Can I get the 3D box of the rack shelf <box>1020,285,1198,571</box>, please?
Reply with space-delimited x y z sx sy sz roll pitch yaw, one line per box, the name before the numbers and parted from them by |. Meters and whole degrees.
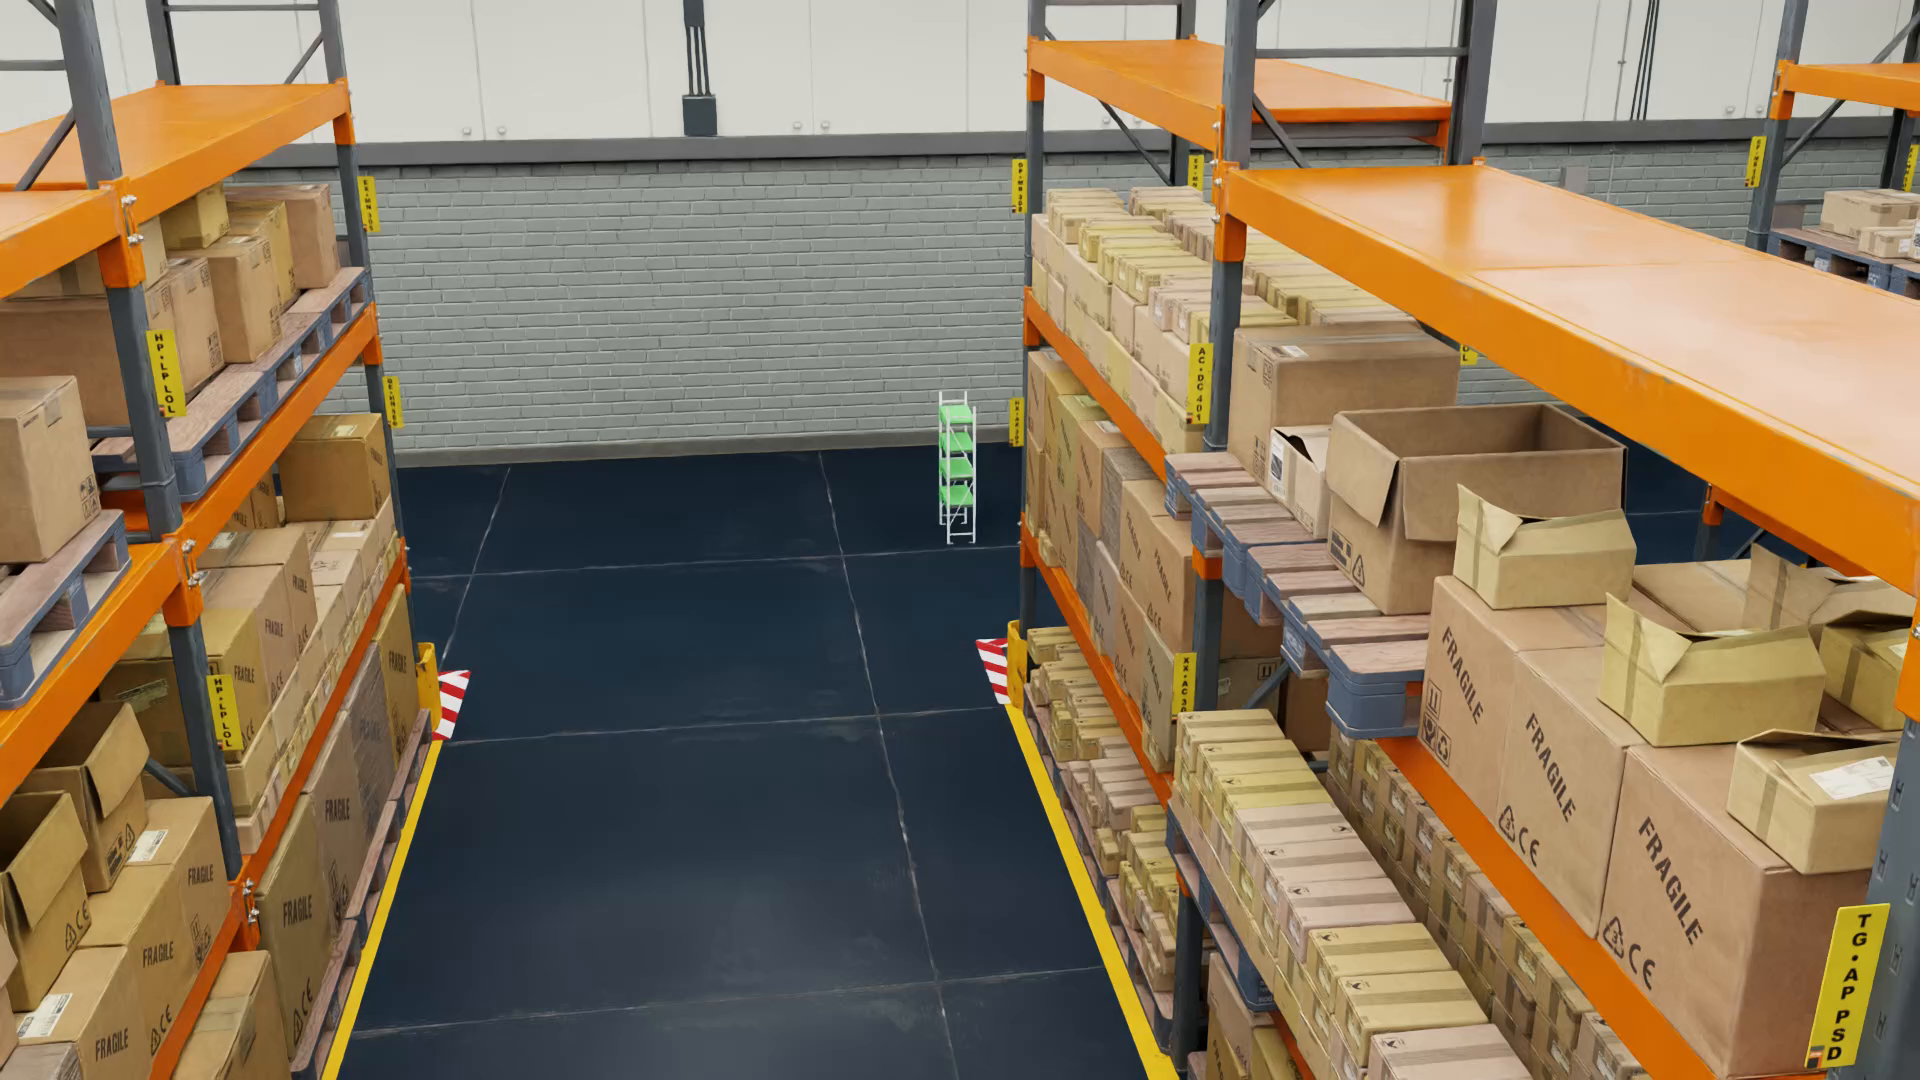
rack shelf | 1.195 -0.758 8.699 1.077 0.370 4.000 -3 21 -8

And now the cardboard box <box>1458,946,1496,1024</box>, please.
cardboard box | 1.927 1.502 5.666 0.380 0.149 0.250 -2 21 -5

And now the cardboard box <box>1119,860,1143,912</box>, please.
cardboard box | 1.016 1.724 8.362 0.380 0.149 0.250 -4 21 -10

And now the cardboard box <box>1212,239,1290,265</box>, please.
cardboard box | 1.488 -1.413 8.356 0.380 0.149 0.250 -4 21 -9

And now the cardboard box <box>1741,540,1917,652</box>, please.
cardboard box | 2.124 0.158 3.981 0.396 0.266 0.258 -3 21 -8

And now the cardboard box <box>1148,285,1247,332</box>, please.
cardboard box | 1.042 -1.021 7.306 0.380 0.149 0.250 -3 21 -8

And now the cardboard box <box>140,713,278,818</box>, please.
cardboard box | -3.248 0.973 7.113 0.500 0.250 0.500 -3 21 -9

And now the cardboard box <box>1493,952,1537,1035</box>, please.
cardboard box | 1.959 1.453 5.373 0.380 0.149 0.250 -2 21 -6

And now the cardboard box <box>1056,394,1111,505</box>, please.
cardboard box | 0.840 -0.512 9.303 0.500 0.500 0.500 -3 21 -9

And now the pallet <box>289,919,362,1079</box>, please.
pallet | -3.472 2.257 7.871 1.003 0.211 1.213 -3 21 -8

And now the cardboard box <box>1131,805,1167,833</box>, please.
cardboard box | 1.095 1.487 8.572 0.380 0.149 0.250 -2 21 -6

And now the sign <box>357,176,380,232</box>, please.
sign | -3.477 -1.972 9.771 0.100 0.325 0.005 -3 21 -8

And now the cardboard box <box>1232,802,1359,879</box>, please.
cardboard box | 1.199 1.076 5.956 0.380 0.149 0.250 -3 21 -8

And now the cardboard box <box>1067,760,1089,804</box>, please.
cardboard box | 0.836 1.395 9.670 0.380 0.149 0.250 -4 21 -10

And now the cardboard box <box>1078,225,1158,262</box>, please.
cardboard box | 0.834 -1.563 8.758 0.380 0.149 0.250 -2 21 -6

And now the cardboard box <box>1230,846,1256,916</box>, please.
cardboard box | 1.200 1.213 6.015 0.380 0.149 0.250 -4 21 -10

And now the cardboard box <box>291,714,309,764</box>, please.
cardboard box | -3.269 0.943 7.762 0.380 0.149 0.250 -3 21 -9

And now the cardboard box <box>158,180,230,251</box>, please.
cardboard box | -3.735 -1.514 7.738 0.500 0.250 0.500 -4 21 -9

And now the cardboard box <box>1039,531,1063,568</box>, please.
cardboard box | 0.692 0.046 10.165 0.380 0.149 0.250 -4 21 -9

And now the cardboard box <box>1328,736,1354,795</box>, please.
cardboard box | 1.736 0.912 6.820 0.380 0.149 0.250 -2 21 -6

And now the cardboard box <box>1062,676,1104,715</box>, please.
cardboard box | 0.832 0.941 10.033 0.380 0.149 0.250 -4 21 -10

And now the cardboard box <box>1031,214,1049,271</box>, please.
cardboard box | 0.714 -1.783 9.915 0.500 0.250 0.500 -3 21 -7

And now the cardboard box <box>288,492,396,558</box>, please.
cardboard box | -3.684 -0.082 9.937 0.500 0.250 0.500 -3 21 -9

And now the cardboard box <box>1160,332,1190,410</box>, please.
cardboard box | 1.165 -0.713 7.052 0.500 0.250 0.500 -4 21 -10

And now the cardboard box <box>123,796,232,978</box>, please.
cardboard box | -3.102 1.319 6.254 0.500 0.500 0.500 -3 21 -8

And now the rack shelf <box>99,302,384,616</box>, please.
rack shelf | -3.728 -0.543 8.123 1.077 0.370 4.000 -3 21 -8

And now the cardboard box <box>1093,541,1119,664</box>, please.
cardboard box | 0.990 0.311 8.528 0.500 0.500 0.500 -3 21 -8

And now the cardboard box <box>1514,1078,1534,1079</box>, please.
cardboard box | 1.421 1.613 4.518 0.380 0.149 0.250 -2 21 -6

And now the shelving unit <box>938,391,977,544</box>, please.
shelving unit | -0.024 -0.619 14.160 0.258 1.200 0.503 -3 21 -8

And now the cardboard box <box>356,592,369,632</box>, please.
cardboard box | -3.490 0.411 9.188 0.380 0.149 0.250 -3 21 -9

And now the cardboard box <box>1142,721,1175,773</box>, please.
cardboard box | 1.065 0.950 7.745 0.380 0.149 0.250 -3 21 -9

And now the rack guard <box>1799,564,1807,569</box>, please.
rack guard | 5.787 0.496 12.174 1.175 0.500 0.348 -3 21 -8

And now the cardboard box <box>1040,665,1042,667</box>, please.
cardboard box | 0.728 0.812 10.805 0.380 0.149 0.250 -2 21 -5

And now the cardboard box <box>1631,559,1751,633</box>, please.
cardboard box | 2.084 0.379 4.484 0.500 0.500 0.500 -3 21 -8

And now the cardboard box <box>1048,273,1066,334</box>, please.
cardboard box | 0.790 -1.366 9.514 0.500 0.250 0.500 -2 21 -6

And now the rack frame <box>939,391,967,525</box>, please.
rack frame | -0.059 -0.704 14.386 0.240 1.200 0.015 -3 21 -8

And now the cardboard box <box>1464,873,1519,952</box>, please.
cardboard box | 1.921 1.226 5.556 0.380 0.149 0.250 -4 21 -10

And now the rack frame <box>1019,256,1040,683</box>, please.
rack frame | 0.906 -0.382 10.952 1.000 3.000 0.127 -3 21 -8

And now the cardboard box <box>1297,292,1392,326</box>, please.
cardboard box | 1.674 -0.962 7.148 0.380 0.149 0.250 -4 21 -10

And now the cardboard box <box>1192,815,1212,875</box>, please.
cardboard box | 1.130 1.179 6.531 0.380 0.149 0.250 -3 21 -7

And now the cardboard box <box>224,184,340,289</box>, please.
cardboard box | -3.888 -1.685 9.268 0.700 0.500 0.500 -4 21 -11

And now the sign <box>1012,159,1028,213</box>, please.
sign | 0.369 -2.169 10.201 0.100 0.325 0.005 -3 21 -8

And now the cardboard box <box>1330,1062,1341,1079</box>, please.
cardboard box | 1.354 1.717 5.092 0.380 0.149 0.250 -2 21 -6

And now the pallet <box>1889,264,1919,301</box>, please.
pallet | 6.087 -1.351 9.385 1.003 0.211 1.213 -3 21 -8

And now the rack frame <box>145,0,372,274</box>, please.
rack frame | -4.016 -2.977 9.326 1.000 3.000 0.127 -3 21 -8

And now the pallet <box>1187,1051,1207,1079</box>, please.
pallet | 1.597 2.579 7.010 1.003 0.211 1.213 -3 21 -8

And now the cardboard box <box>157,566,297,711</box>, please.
cardboard box | -3.319 0.448 7.447 0.500 0.500 0.500 -3 21 -8

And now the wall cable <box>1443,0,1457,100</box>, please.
wall cable | 4.691 -5.432 15.900 0.463 3.000 0.029 -3 21 -8

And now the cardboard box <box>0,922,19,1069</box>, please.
cardboard box | -3.147 1.375 4.672 0.797 0.503 0.637 -2 21 -6

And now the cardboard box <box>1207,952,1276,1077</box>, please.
cardboard box | 1.328 1.895 6.756 0.500 0.250 0.500 -4 21 -10

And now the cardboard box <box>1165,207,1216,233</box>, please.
cardboard box | 1.367 -1.773 9.318 0.380 0.149 0.250 -3 21 -7
